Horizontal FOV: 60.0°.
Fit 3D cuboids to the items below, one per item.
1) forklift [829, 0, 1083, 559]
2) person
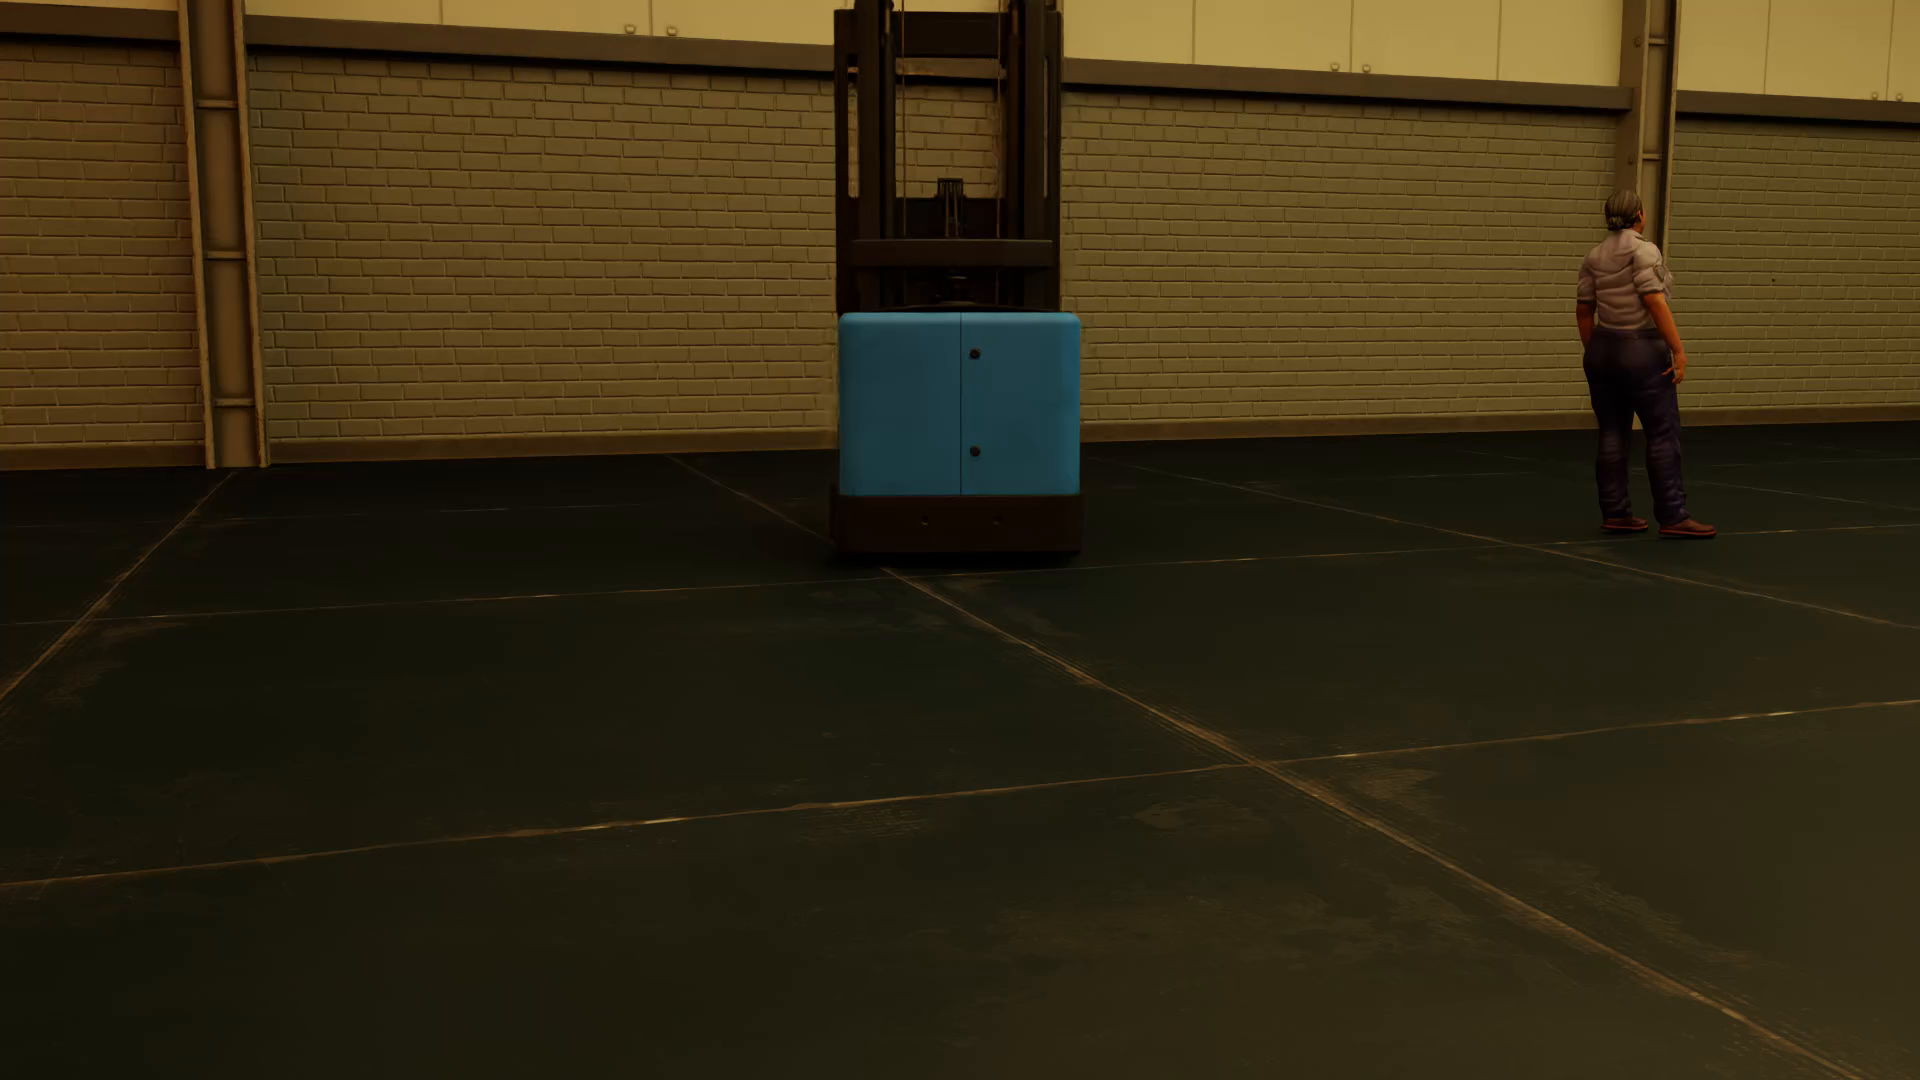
[{"bbox_3d":[-0.072,-1.532,8.316,1.130,2.935,3.031,0,8,-3],"label":"forklift"},{"bbox_3d":[3.316,-0.855,8.049,0.502,1.651,0.598,-4,9,-25],"label":"person"}]
